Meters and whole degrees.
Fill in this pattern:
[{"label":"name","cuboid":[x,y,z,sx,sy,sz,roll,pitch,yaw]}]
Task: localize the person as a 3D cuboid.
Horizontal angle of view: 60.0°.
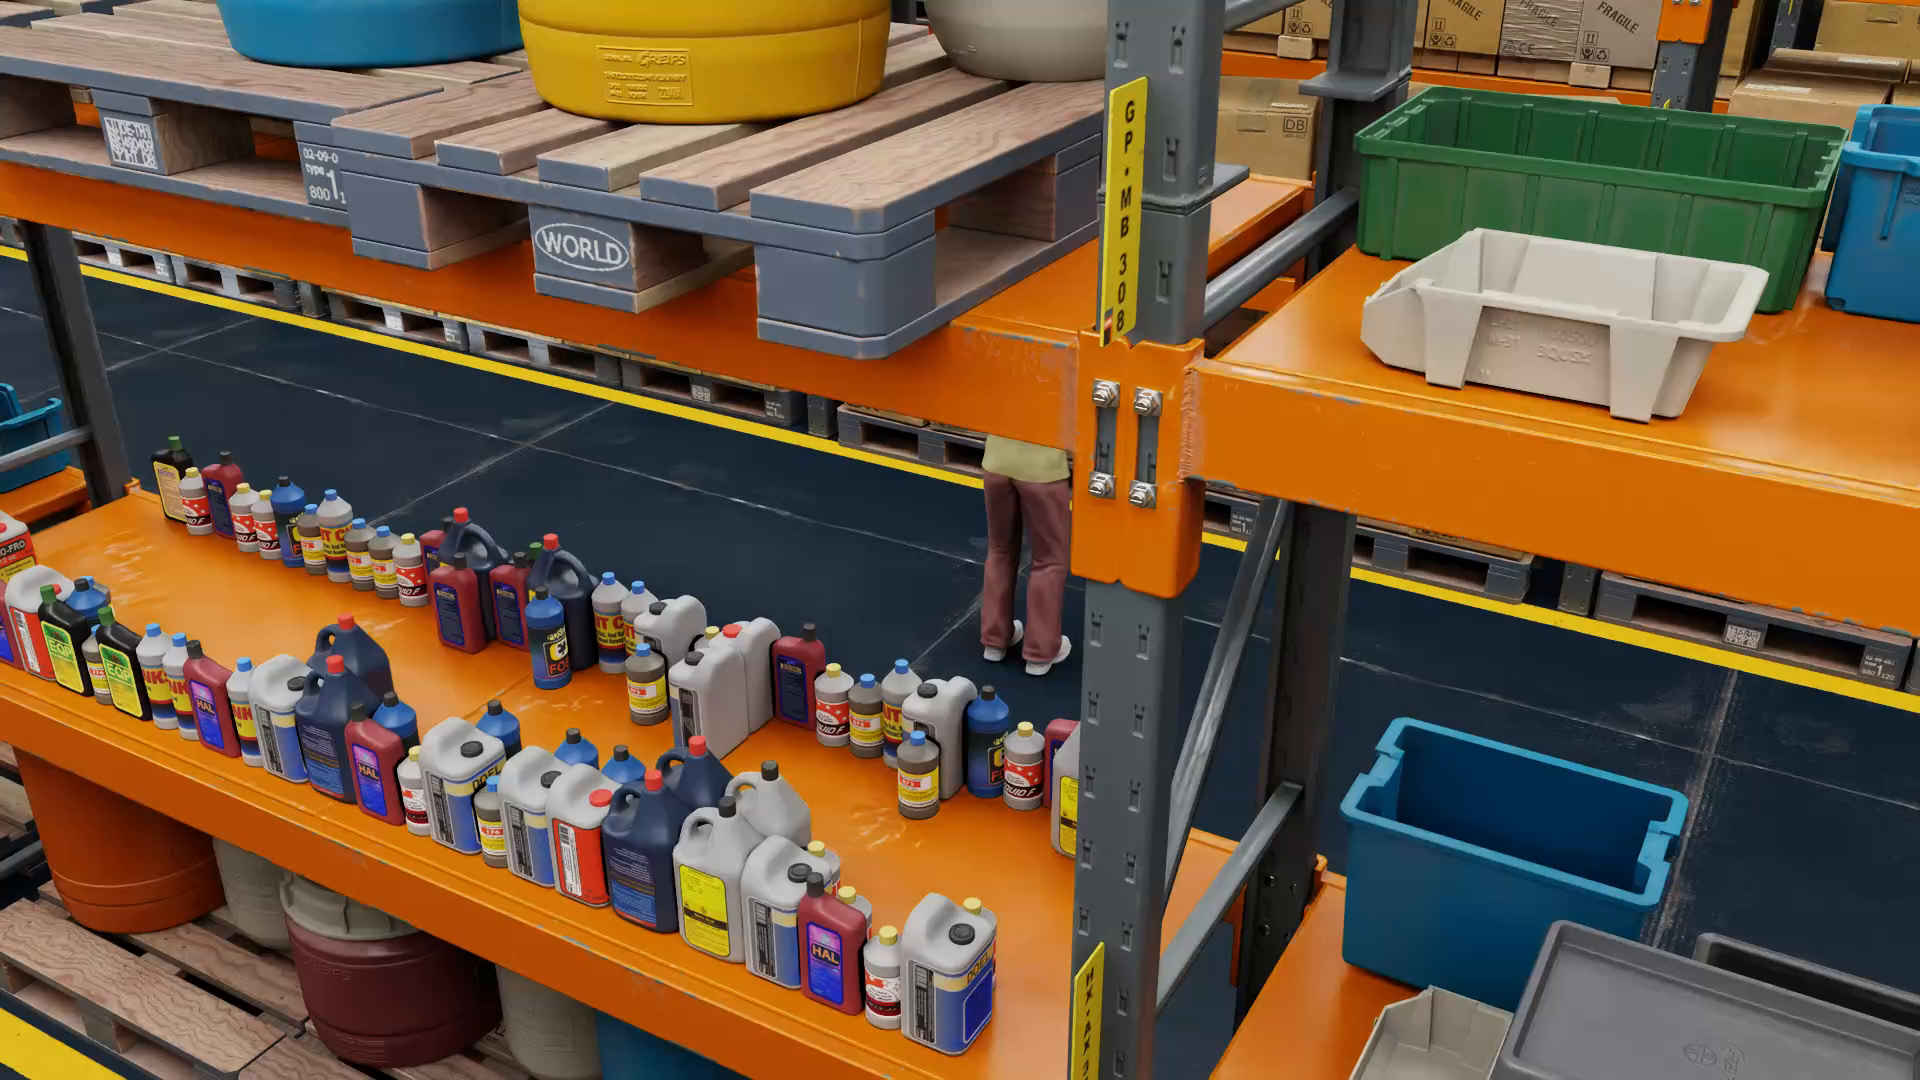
[{"label":"person","cuboid":[0.291,-0.274,6.678,0.425,1.663,0.553,15,30,27]}]
